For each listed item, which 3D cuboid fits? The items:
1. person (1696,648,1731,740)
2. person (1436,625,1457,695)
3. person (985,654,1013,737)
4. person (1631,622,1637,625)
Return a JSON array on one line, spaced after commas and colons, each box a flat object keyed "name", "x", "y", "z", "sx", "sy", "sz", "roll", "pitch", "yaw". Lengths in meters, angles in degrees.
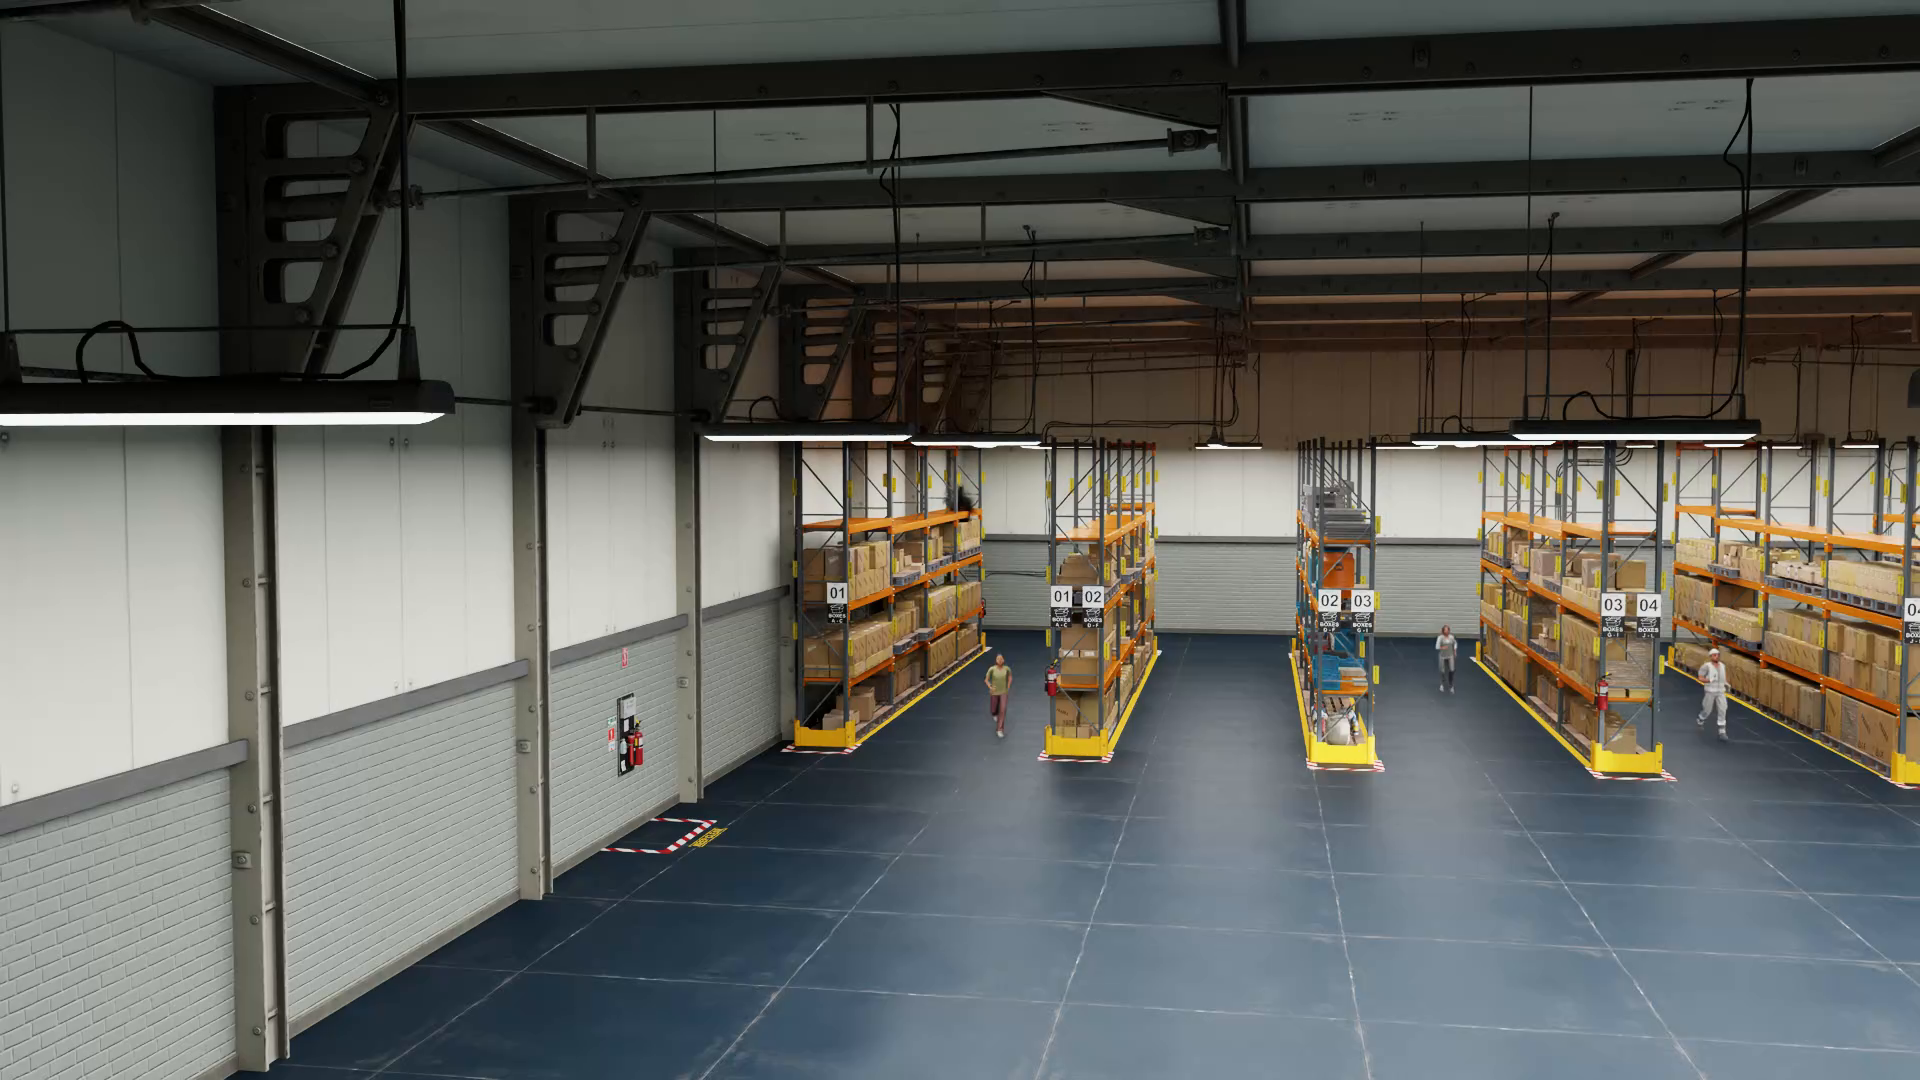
[{"name": "person", "x": 15.074, "y": 3.049, "z": 33.235, "sx": 0.667, "sy": 1.764, "sz": 0.976, "roll": 0, "pitch": 3, "yaw": -1}, {"name": "person", "x": 11.545, "y": 2.842, "z": 39.442, "sx": 0.526, "sy": 1.647, "sz": 0.684, "roll": 0, "pitch": 3, "yaw": 8}, {"name": "person", "x": 0.793, "y": 3.135, "z": 33.842, "sx": 0.561, "sy": 1.652, "sz": 0.999, "roll": 0, "pitch": 3, "yaw": 1}, {"name": "person", "x": 17.592, "y": 2.573, "z": 43.339, "sx": 0.733, "sy": 1.723, "sz": 0.565, "roll": 1, "pitch": 3, "yaw": 11}]
